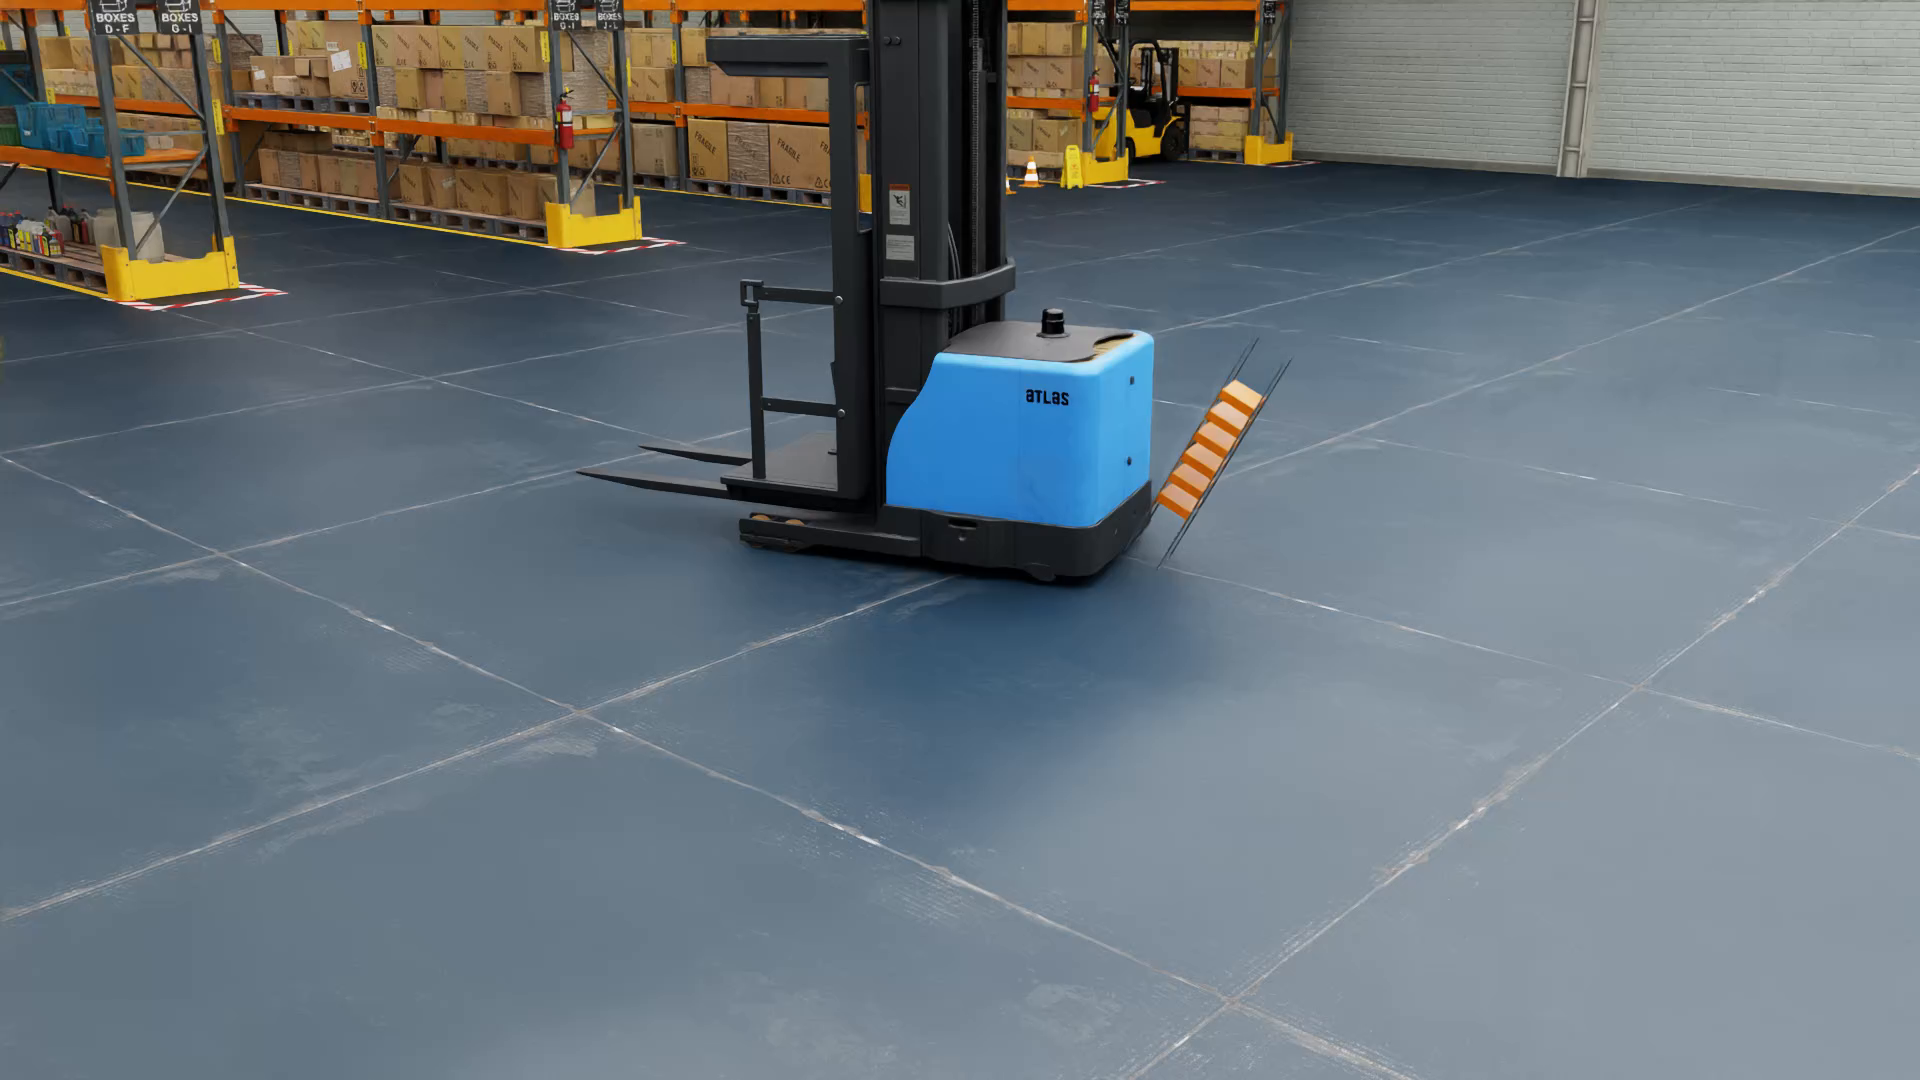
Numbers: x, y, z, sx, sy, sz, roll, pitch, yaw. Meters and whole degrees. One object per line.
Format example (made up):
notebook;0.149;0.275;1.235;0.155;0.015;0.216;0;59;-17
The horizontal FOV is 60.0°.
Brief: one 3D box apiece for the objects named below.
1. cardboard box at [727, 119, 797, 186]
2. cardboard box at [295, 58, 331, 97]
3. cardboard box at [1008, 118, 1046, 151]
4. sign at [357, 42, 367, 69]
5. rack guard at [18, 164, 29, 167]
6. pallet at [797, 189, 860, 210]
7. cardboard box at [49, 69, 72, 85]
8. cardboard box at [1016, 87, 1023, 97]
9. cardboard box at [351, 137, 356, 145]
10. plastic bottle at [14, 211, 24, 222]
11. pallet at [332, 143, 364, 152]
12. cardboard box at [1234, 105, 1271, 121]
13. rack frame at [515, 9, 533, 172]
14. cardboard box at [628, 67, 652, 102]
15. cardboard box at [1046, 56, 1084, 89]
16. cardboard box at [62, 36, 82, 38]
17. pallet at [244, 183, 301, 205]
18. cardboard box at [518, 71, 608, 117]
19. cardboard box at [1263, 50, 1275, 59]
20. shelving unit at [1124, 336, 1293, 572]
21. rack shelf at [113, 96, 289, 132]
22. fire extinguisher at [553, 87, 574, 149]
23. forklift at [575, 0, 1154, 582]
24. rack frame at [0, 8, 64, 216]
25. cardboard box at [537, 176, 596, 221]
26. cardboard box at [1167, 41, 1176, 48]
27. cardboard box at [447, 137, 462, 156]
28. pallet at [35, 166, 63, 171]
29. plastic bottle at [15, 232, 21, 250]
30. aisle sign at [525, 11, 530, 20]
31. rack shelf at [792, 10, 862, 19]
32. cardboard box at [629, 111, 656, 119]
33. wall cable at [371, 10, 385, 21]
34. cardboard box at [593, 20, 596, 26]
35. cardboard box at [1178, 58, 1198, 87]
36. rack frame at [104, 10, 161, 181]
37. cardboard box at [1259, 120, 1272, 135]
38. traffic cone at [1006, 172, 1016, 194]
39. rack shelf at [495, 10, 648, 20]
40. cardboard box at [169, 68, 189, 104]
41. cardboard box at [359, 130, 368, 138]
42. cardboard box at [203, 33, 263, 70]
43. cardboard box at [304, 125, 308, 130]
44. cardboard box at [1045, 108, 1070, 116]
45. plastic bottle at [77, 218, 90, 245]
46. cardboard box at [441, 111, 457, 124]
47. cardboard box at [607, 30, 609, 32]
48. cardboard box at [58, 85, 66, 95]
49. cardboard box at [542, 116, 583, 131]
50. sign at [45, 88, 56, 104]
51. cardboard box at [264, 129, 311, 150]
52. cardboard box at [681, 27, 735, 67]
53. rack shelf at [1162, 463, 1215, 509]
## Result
cardboard box;-2.797;-5.728;24.521;0.875;0.875;0.875;15;23;40
cardboard box;-8.623;-6.338;22.759;0.797;0.503;0.637;-15;23;-40
cardboard box;1.139;-6.653;27.229;0.500;0.500;0.500;16;24;41
sign;-7.631;-6.187;21.234;0.005;0.325;0.100;15;23;39
rack guard;-16.259;-6.984;29.792;0.348;0.500;1.175;15;23;39
pallet;-1.556;-4.874;23.620;1.213;0.211;1.003;15;23;39
cardboard box;-14.901;-7.775;27.909;0.500;0.250;0.500;14;23;38
cardboard box;1.131;-7.317;27.125;0.250;0.149;0.380;15;23;40
cardboard box;-11.325;-7.588;31.581;0.250;0.149;0.380;16;23;40
plastic bottle;-10.129;-3.365;17.906;0.185;0.351;0.144;15;23;39
pallet;-11.324;-7.512;31.933;1.213;0.211;1.003;15;23;39
cardboard box;5.362;-7.830;30.522;0.500;0.250;0.500;15;23;38
rack frame;-6.889;-7.666;27.810;0.127;3.000;1.000;15;23;39
cardboard box;-4.843;-7.057;25.723;0.500;0.500;0.500;15;23;39
cardboard box;1.715;-7.436;26.428;0.500;0.500;0.500;15;23;38
cardboard box;-15.702;-8.560;29.142;0.500;0.500;0.500;15;23;40
pallet;-9.674;-5.078;24.264;1.213;0.211;1.003;15;23;39
cardboard box;-4.667;-5.264;19.584;0.500;0.500;0.875;15;23;39
cardboard box;5.515;-8.808;30.168;0.250;0.149;0.380;14;23;38
shelving unit;1.183;-0.402;7.972;0.189;1.200;0.258;34;27;11
rack shelf;-11.753;-6.623;25.712;4.000;0.370;1.077;15;23;39
fire extinguisher;-4.494;-4.794;18.887;0.183;0.674;0.296;15;23;39
forklift;-0.575;-1.472;8.404;3.031;2.935;1.130;7;19;22
rack frame;-10.553;-4.641;18.276;0.127;3.000;1.000;15;23;39
cardboard box;-4.730;-4.096;19.998;0.500;0.500;0.500;-13;22;-36
cardboard box;4.037;-9.154;30.766;0.250;0.149;0.380;15;23;40
cardboard box;-8.707;-7.062;29.343;0.500;0.500;0.500;16;23;40
pallet;-15.591;-6.699;29.371;1.213;0.211;1.003;15;23;39
plastic bottle;-9.887;-3.161;17.511;0.097;0.201;0.097;0;18;0
aisle sign;-9.511;-11.737;36.337;0.004;0.787;0.394;15;23;39
rack shelf;-1.883;-11.419;35.864;4.000;0.370;1.077;15;23;39
cardboard box;-6.154;-8.691;33.856;0.875;0.875;0.875;16;24;41
wall cable;-13.896;-12.039;39.856;0.123;1.953;0.585;15;23;39
cardboard box;-7.238;-10.511;33.881;0.250;0.149;0.380;16;23;41
cardboard box;4.288;-8.620;30.650;0.500;0.500;0.500;14;23;38
rack frame;-13.249;-7.368;26.868;0.127;3.000;1.000;15;23;39
cardboard box;5.382;-7.593;30.604;0.500;0.250;0.500;16;23;40
traffic cone;0.644;-5.466;25.071;0.334;0.463;0.336;15;23;39
rack shelf;-8.167;-11.098;34.853;4.000;0.370;1.077;15;23;39
cardboard box;-11.550;-6.860;25.104;0.500;0.500;0.500;14;22;38
cardboard box;-11.077;-7.665;31.331;0.250;0.149;0.380;16;23;41
cardboard box;-10.793;-7.241;24.645;0.637;0.503;0.797;16;24;41
cardboard box;-12.652;-8.093;32.679;0.250;0.149;0.380;16;24;41
cardboard box;2.207;-8.298;33.030;0.625;0.625;0.875;16;24;42
plastic bottle;-9.446;-3.331;17.911;0.133;0.283;0.061;15;23;39
cardboard box;-6.174;-5.232;20.555;0.250;0.149;0.380;15;23;39
cardboard box;-7.207;-10.166;33.868;0.500;0.500;0.500;15;23;39
cardboard box;-14.846;-7.544;27.840;0.250;0.149;0.380;16;23;40
cardboard box;-4.624;-4.849;19.347;0.250;0.149;0.380;15;23;39
sign;-10.180;-4.895;18.619;0.005;0.325;0.100;15;23;39
cardboard box;-9.736;-5.812;24.133;0.500;0.250;0.500;16;24;41
cardboard box;-3.645;-7.368;24.835;0.550;0.550;0.875;15;23;39
rack shelf;1.112;-0.272;8.045;0.180;0.103;0.258;34;27;11
